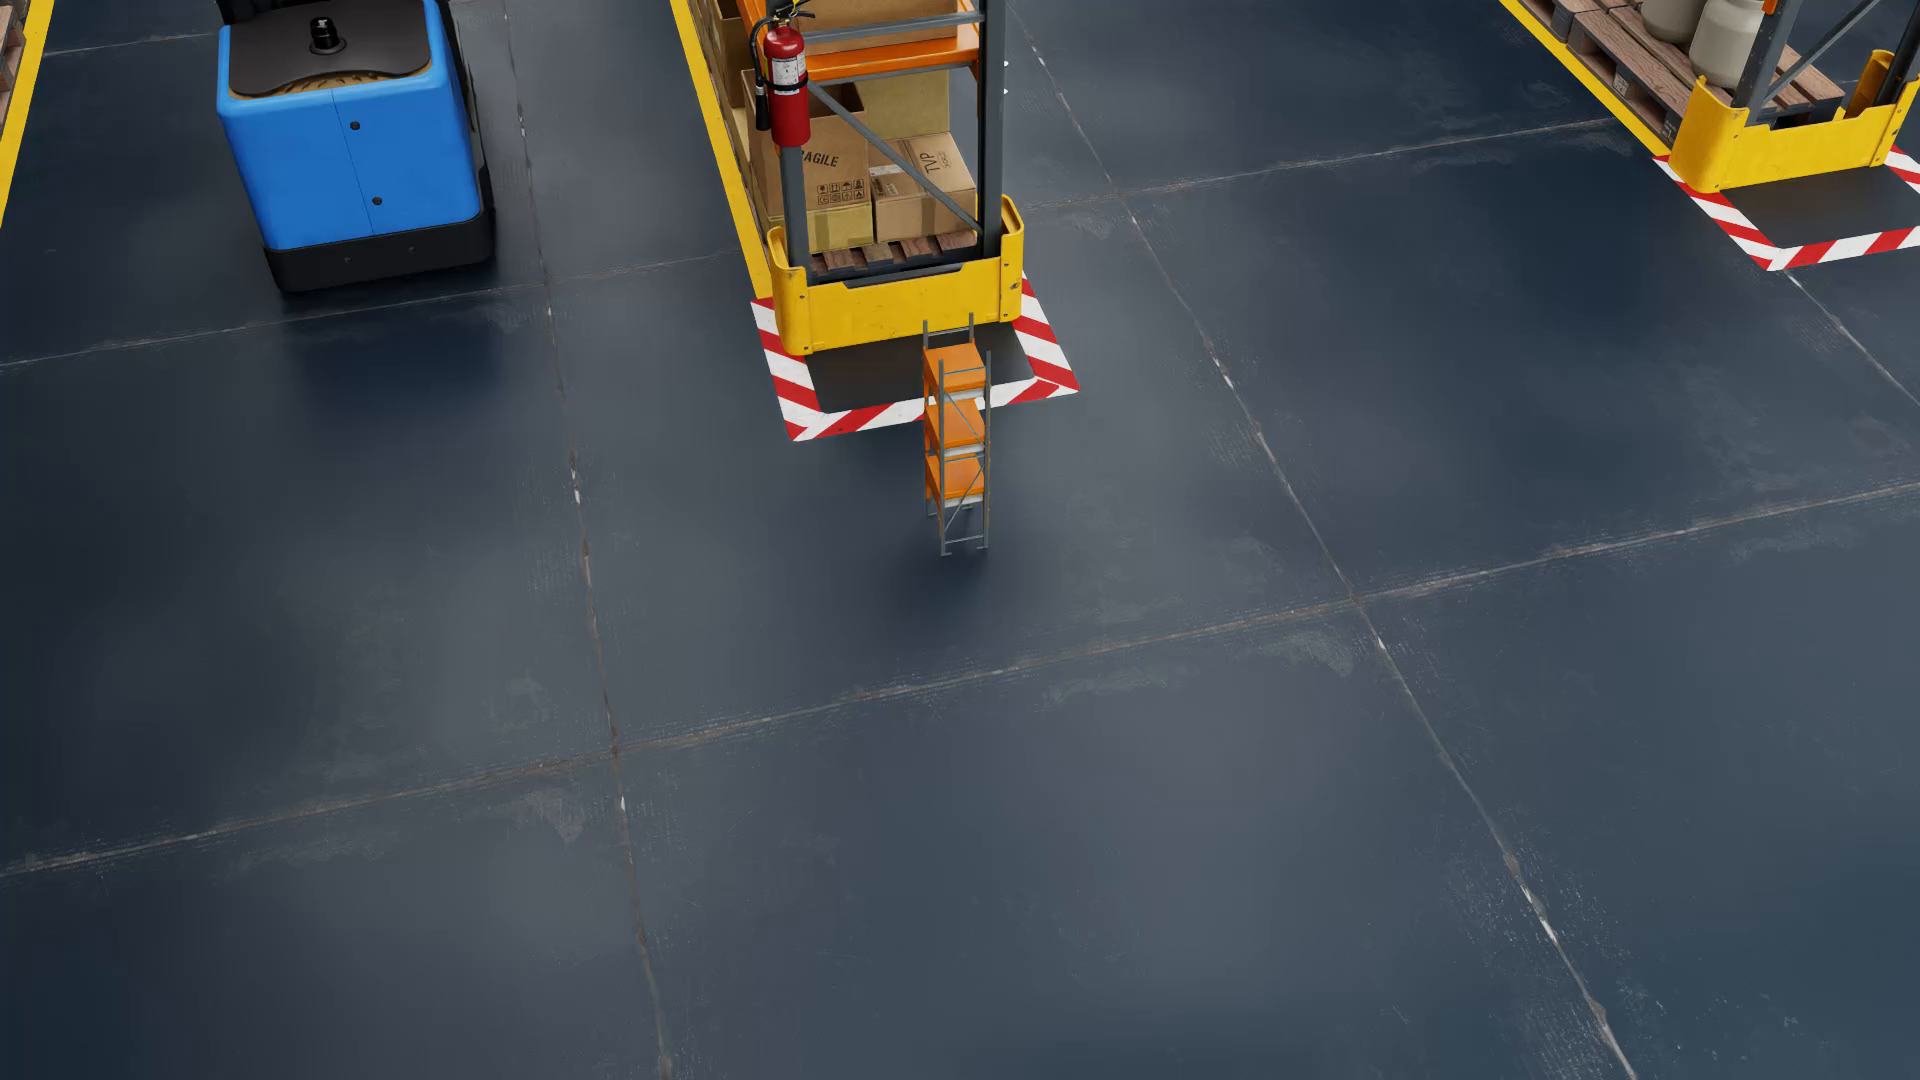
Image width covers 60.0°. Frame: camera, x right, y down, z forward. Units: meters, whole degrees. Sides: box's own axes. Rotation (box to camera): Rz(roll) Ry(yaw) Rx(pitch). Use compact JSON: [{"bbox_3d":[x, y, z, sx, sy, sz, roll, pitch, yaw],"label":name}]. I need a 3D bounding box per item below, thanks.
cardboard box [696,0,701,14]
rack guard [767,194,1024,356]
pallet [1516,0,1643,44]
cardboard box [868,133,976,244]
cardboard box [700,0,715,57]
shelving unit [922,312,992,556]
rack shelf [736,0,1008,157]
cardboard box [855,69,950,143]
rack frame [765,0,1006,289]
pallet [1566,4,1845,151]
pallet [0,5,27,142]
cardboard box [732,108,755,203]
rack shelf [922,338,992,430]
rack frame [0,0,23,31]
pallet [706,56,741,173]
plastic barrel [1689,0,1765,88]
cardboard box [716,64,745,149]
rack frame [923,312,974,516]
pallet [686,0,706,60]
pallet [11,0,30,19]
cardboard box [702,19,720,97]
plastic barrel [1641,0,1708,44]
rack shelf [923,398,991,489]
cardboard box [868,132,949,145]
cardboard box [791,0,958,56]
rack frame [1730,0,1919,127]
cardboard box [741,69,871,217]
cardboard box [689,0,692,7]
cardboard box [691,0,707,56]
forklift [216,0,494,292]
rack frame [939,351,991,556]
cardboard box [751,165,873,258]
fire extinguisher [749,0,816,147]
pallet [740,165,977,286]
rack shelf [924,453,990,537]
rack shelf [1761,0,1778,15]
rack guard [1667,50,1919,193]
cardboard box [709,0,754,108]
[{"bbox_3d":[-1.255,-3.292,9.233,0.500,0.500,0.500,-11,47,-10],"label":"cardboard box"},{"bbox_3d":[-0.297,-1.260,7.885,1.175,0.500,0.348,-11,47,-10],"label":"rack guard"},{"bbox_3d":[3.909,-3.525,10.307,1.003,0.211,1.213,-11,47,-10],"label":"pallet"},{"bbox_3d":[-0.226,-1.747,8.244,0.500,0.250,0.500,-11,47,-10],"label":"cardboard box"},{"bbox_3d":[-1.126,-2.947,8.895,0.500,0.500,0.500,-11,47,-10],"label":"cardboard box"},{"bbox_3d":[-0.014,-0.404,6.662,0.215,1.050,0.252,-11,47,-10],"label":"shelving unit"},{"bbox_3d":[-0.816,-3.280,8.619,1.077,0.370,4.000,-11,47,-10],"label":"rack shelf"},{"bbox_3d":[-0.356,-2.354,8.314,0.500,0.500,0.500,-11,47,-10],"label":"cardboard box"},{"bbox_3d":[-0.304,-2.151,7.009,1.000,3.000,0.127,-11,47,-10],"label":"rack frame"},{"bbox_3d":[4.218,-2.684,9.483,1.003,0.211,1.213,-11,47,-10],"label":"pallet"},{"bbox_3d":[-5.909,-2.571,9.373,1.003,0.211,1.213,-11,47,-10],"label":"pallet"},{"bbox_3d":[-0.866,-1.995,8.487,0.500,0.250,0.500,-11,47,-10],"label":"cardboard box"},{"bbox_3d":[-0.014,-0.596,6.467,0.215,0.259,0.240,-11,47,-10],"label":"rack shelf"},{"bbox_3d":[-6.115,-4.005,8.825,1.000,3.000,0.127,-11,47,-10],"label":"rack frame"},{"bbox_3d":[-0.849,-2.536,9.339,1.003,0.211,1.213,-11,47,-10],"label":"pallet"},{"bbox_3d":[4.243,-2.771,9.064,0.421,0.512,0.421,0,46,0],"label":"plastic barrel"},{"bbox_3d":[-0.996,-2.340,8.825,0.500,0.250,0.500,-11,47,-10],"label":"cardboard box"},{"bbox_3d":[-0.045,-0.489,6.745,0.200,1.050,0.008,-11,47,-10],"label":"rack frame"},{"bbox_3d":[-1.165,-3.380,10.166,1.003,0.211,1.213,-11,47,-10],"label":"pallet"},{"bbox_3d":[-6.316,-3.566,10.348,1.003,0.211,1.213,-11,47,-10],"label":"pallet"},{"bbox_3d":[-1.122,-2.686,9.164,0.500,0.250,0.500,-11,47,-10],"label":"cardboard box"},{"bbox_3d":[4.115,-3.117,9.403,0.421,0.512,0.421,0,46,0],"label":"plastic barrel"},{"bbox_3d":[-0.014,-0.397,6.670,0.215,0.259,0.240,-11,47,-10],"label":"rack shelf"},{"bbox_3d":[-0.357,-2.091,8.581,0.500,0.250,0.500,-11,47,-10],"label":"cardboard box"},{"bbox_3d":[-0.411,-2.511,7.291,0.700,0.500,0.500,-11,47,-10],"label":"cardboard box"},{"bbox_3d":[4.486,-3.054,7.894,1.000,3.000,0.127,-11,47,-10],"label":"rack frame"},{"bbox_3d":[-0.729,-1.914,7.883,0.500,0.500,0.500,-11,47,-10],"label":"cardboard box"},{"bbox_3d":[-1.379,-3.376,9.840,0.500,0.250,0.500,-11,47,-10],"label":"cardboard box"},{"bbox_3d":[-1.256,-3.030,9.501,0.500,0.250,0.500,-11,47,-10],"label":"cardboard box"},{"bbox_3d":[-3.235,-3.303,8.186,1.130,2.935,3.031,-12,47,-11],"label":"forklift"},{"bbox_3d":[0.018,-0.320,6.579,0.200,1.050,0.008,-11,47,-10],"label":"rack frame"},{"bbox_3d":[-0.727,-1.652,8.151,0.500,0.250,0.500,-11,47,-10],"label":"cardboard box"},{"bbox_3d":[-0.722,-1.958,6.873,0.296,0.674,0.183,-11,47,-10],"label":"fire extinguisher"},{"bbox_3d":[-0.540,-1.696,8.515,1.003,0.211,1.213,-11,47,-10],"label":"pallet"},{"bbox_3d":[-0.014,-0.202,6.868,0.215,0.259,0.240,-11,47,-10],"label":"rack shelf"},{"bbox_3d":[3.974,-4.183,9.504,1.077,0.370,4.000,-11,47,-10],"label":"rack shelf"},{"bbox_3d":[4.421,-2.223,8.830,1.175,0.500,0.348,-11,47,-10],"label":"rack guard"},{"bbox_3d":[-0.999,-2.602,8.557,0.500,0.500,0.500,-11,47,-10],"label":"cardboard box"}]
